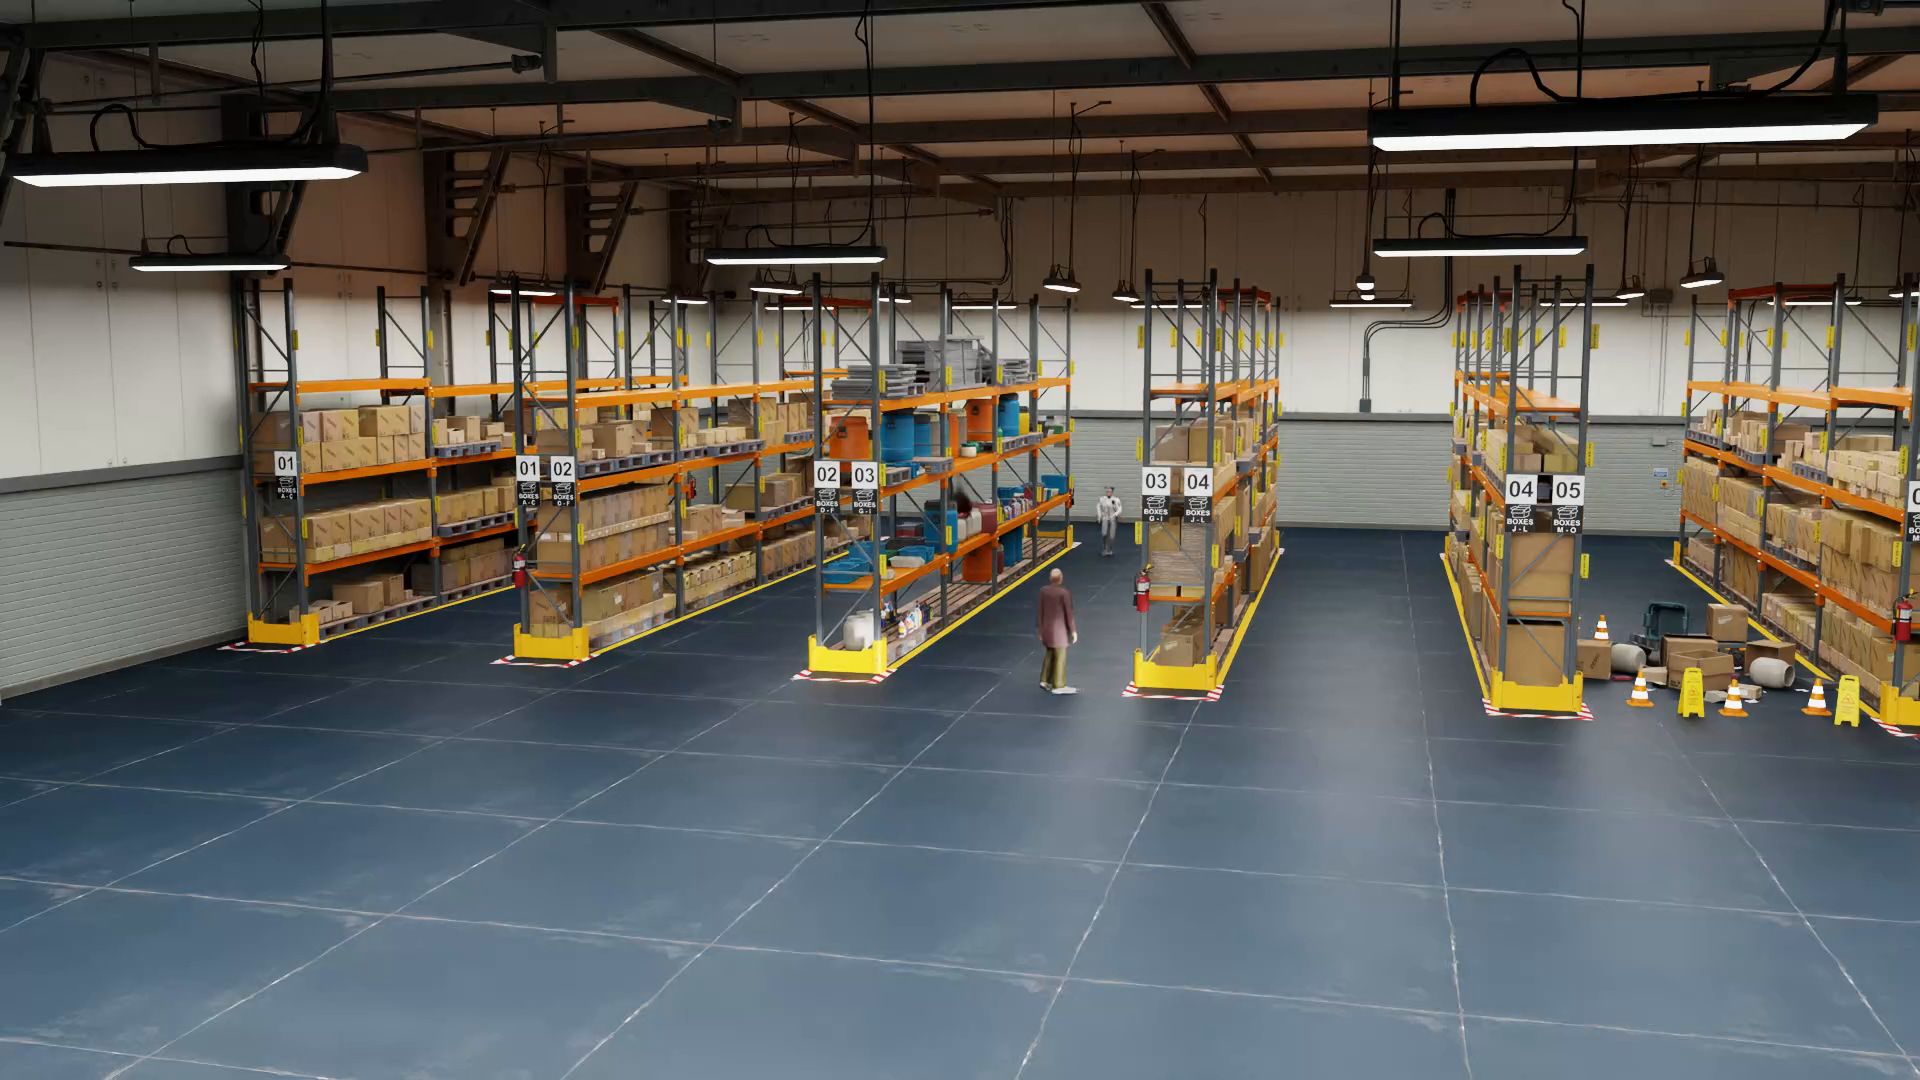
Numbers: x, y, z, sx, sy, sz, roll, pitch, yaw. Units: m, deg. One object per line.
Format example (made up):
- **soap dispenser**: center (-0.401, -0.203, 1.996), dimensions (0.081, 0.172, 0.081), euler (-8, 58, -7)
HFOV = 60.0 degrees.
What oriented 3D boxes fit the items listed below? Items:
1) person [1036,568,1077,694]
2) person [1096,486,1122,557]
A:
- **person**: center (1.396, 1.326, 23.669), dimensions (0.391, 1.861, 0.658), euler (-6, 9, -41)
- **person**: center (3.471, -0.441, 38.699), dimensions (0.596, 1.654, 0.566), euler (1, 7, 5)
